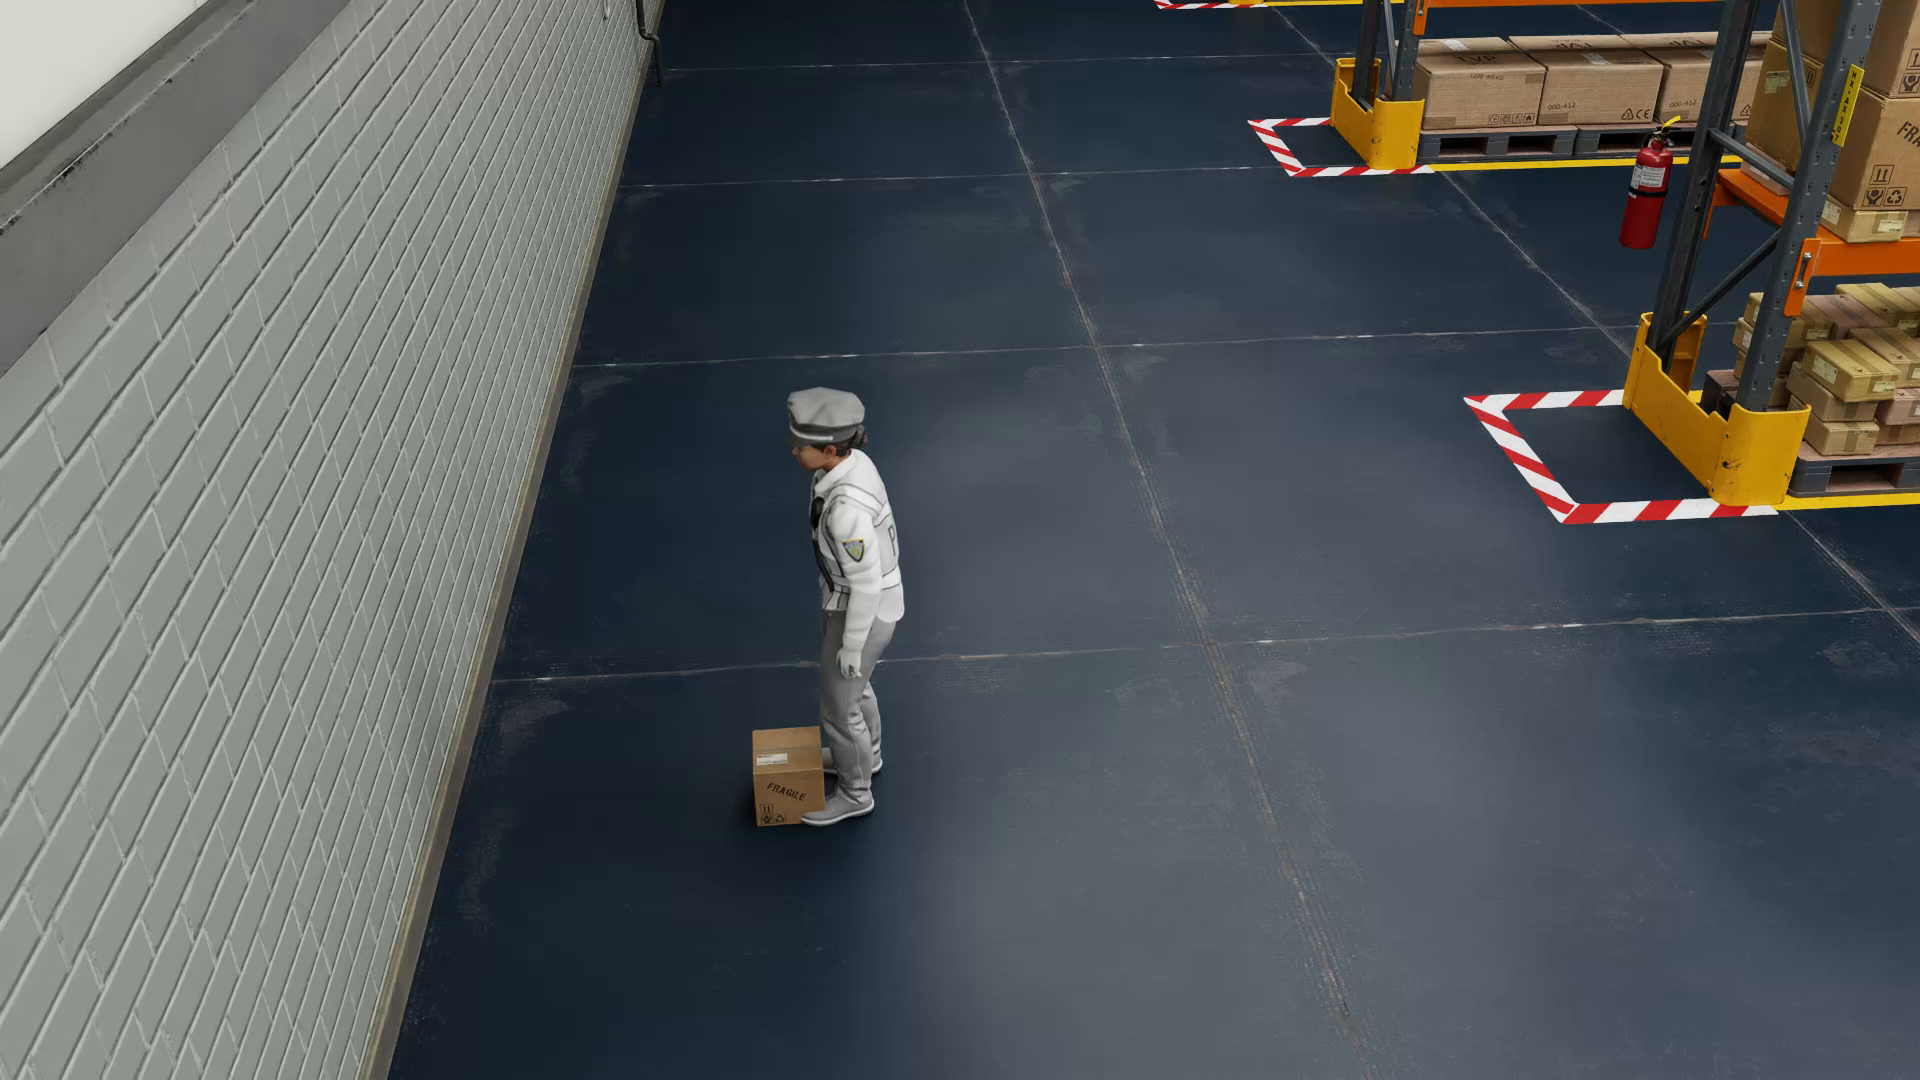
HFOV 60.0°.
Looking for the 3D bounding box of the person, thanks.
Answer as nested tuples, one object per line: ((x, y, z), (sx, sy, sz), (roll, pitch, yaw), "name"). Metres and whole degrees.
((-0.403, 0.246, 5.727), (0.414, 1.662, 0.533), (-4, 32, -7), "person")
